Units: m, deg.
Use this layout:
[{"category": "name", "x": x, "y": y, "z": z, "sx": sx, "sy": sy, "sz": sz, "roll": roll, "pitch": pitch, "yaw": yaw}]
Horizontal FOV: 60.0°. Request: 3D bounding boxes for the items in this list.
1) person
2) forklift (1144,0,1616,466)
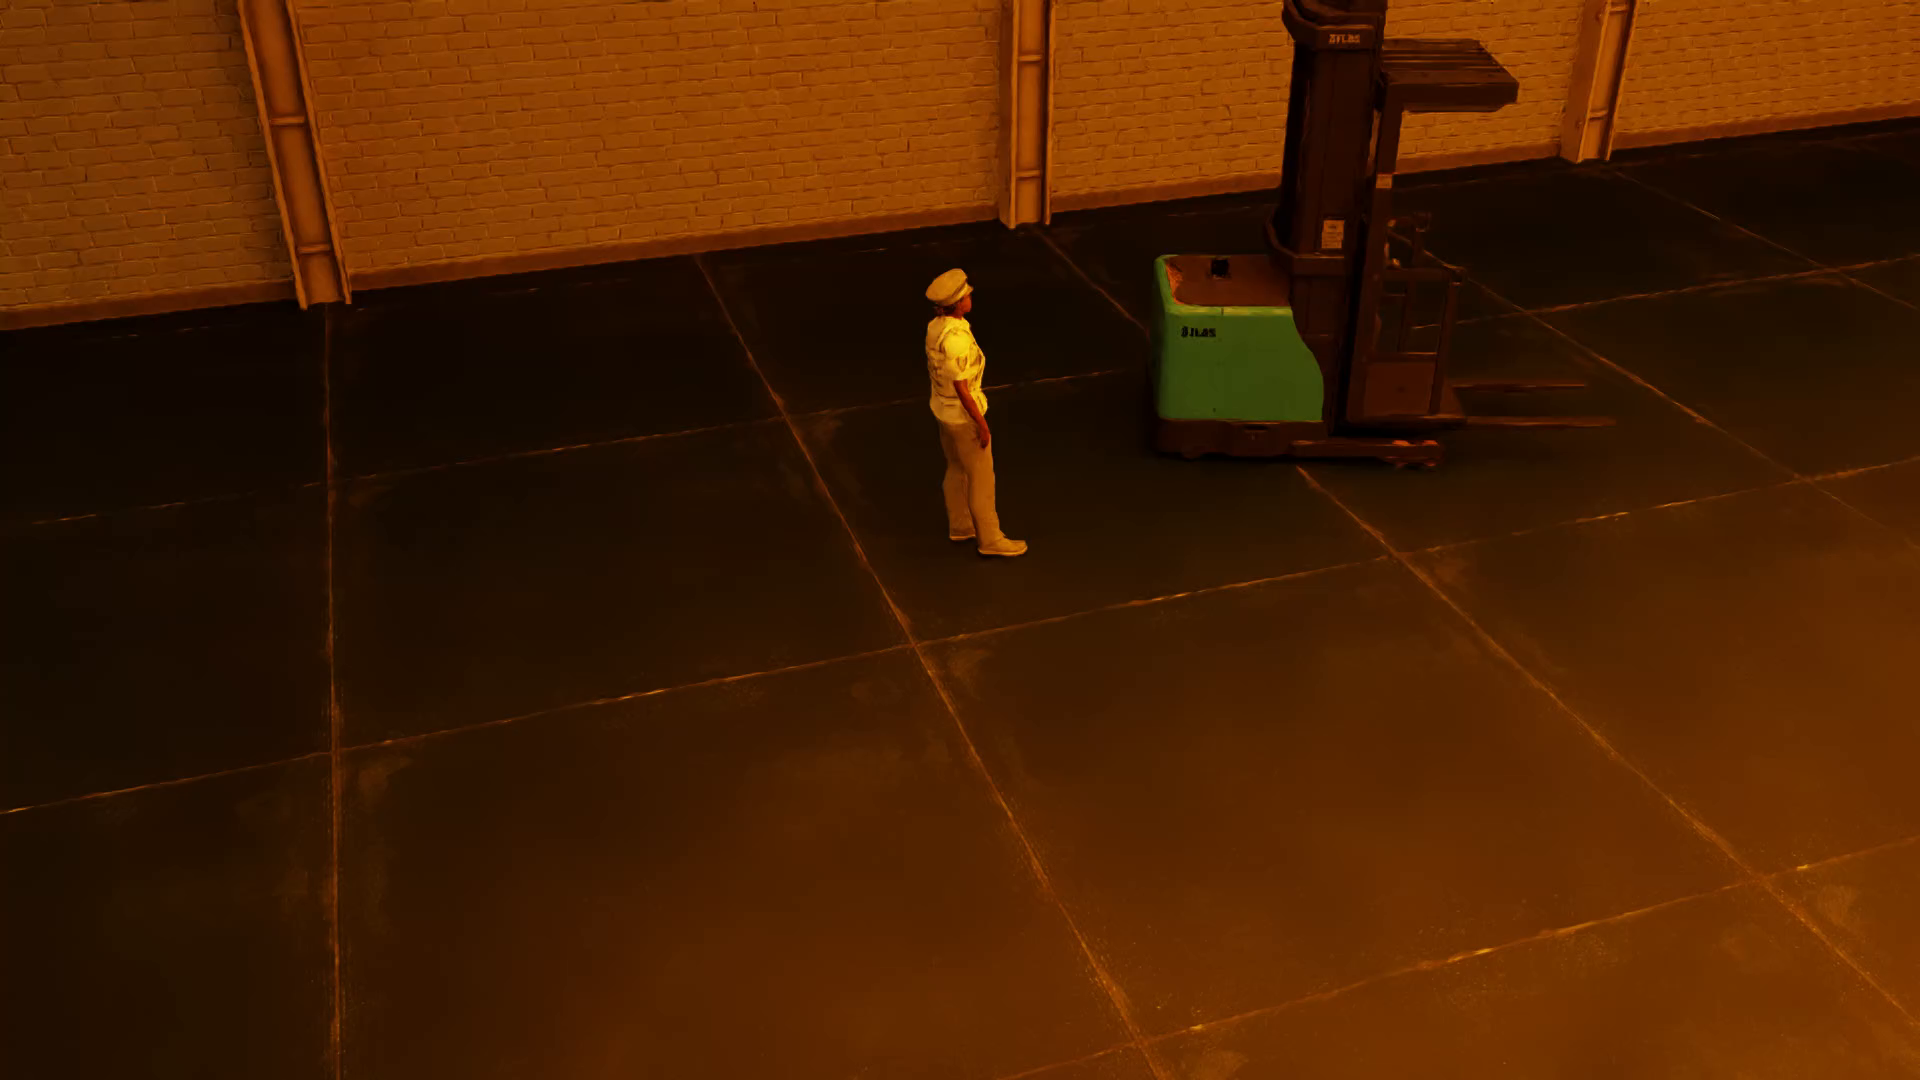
[{"category": "person", "x": 0.077, "y": -0.743, "z": 9.605, "sx": 0.529, "sy": 1.693, "sz": 0.570, "roll": -10, "pitch": 31, "yaw": -16}, {"category": "forklift", "x": 2.799, "y": -2.023, "z": 10.602, "sx": 3.031, "sy": 2.935, "sz": 1.130, "roll": 1, "pitch": 30, "yaw": 1}]
